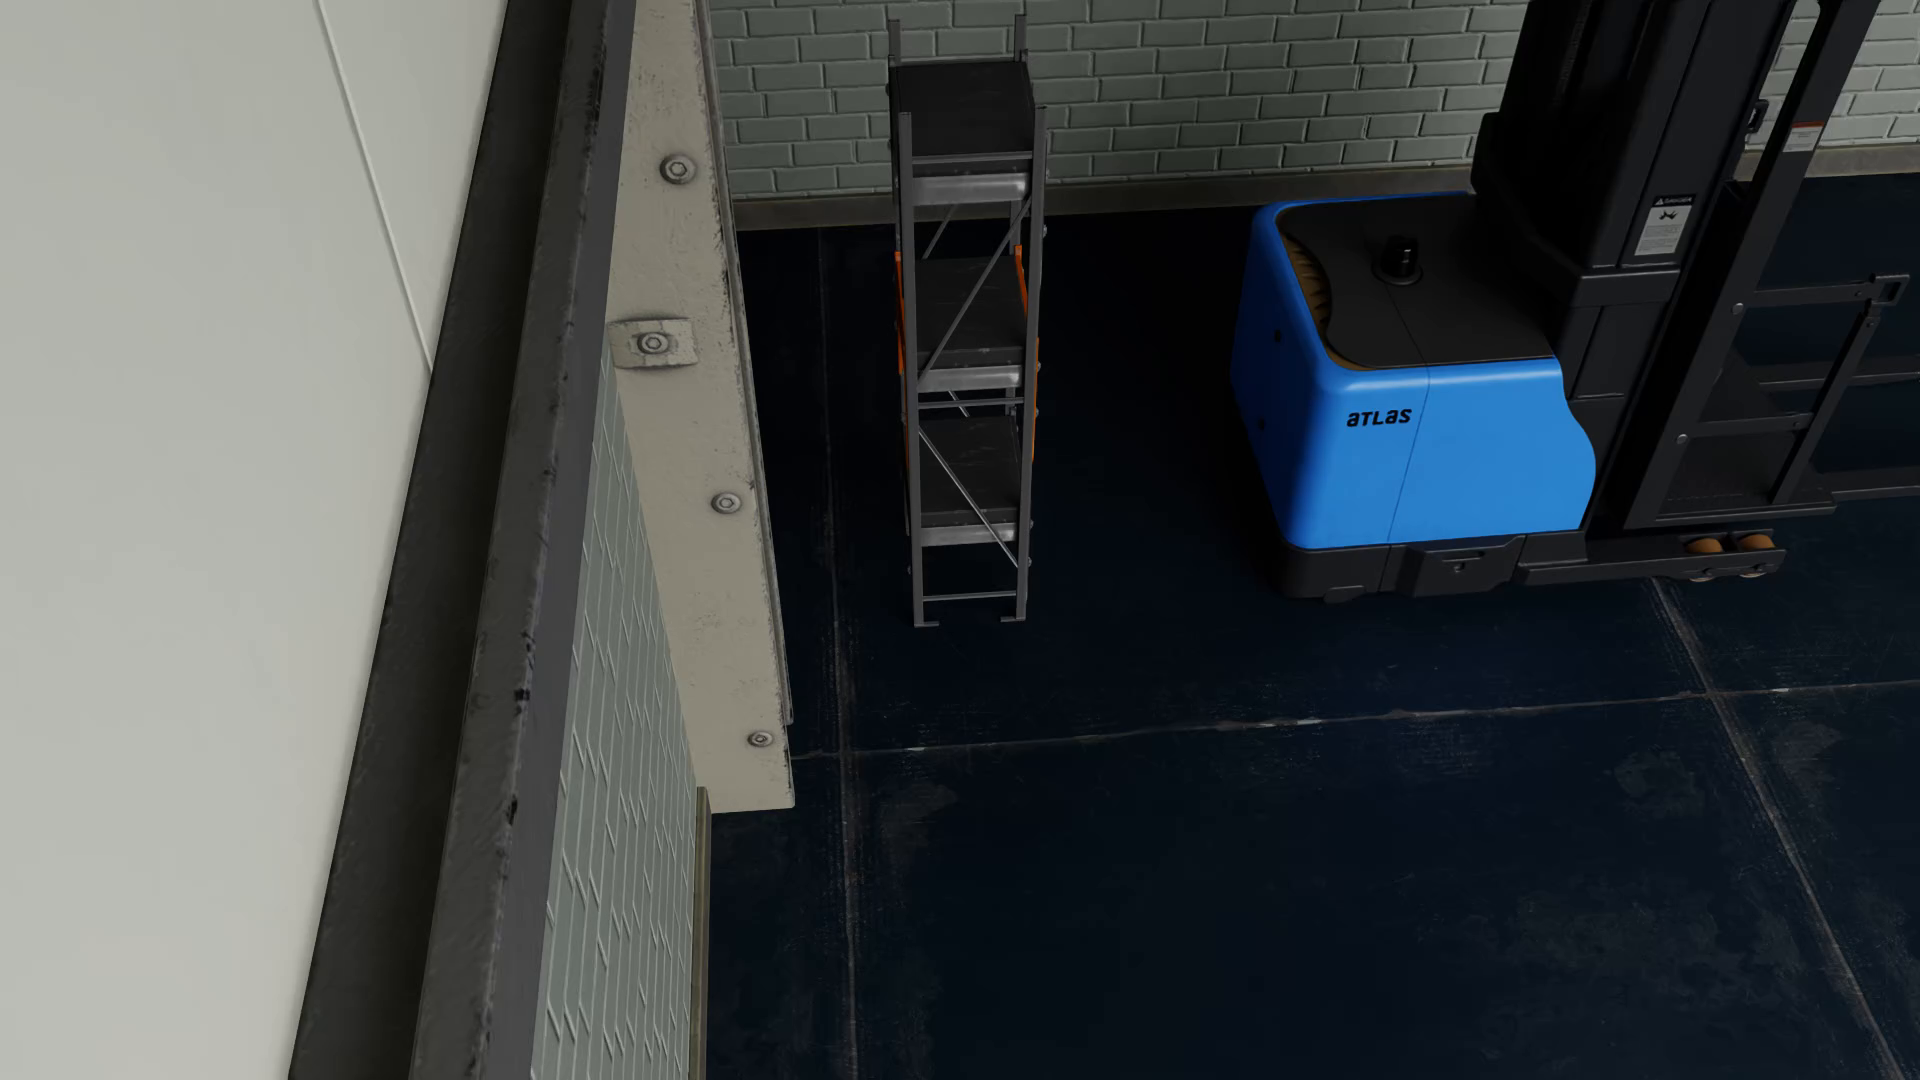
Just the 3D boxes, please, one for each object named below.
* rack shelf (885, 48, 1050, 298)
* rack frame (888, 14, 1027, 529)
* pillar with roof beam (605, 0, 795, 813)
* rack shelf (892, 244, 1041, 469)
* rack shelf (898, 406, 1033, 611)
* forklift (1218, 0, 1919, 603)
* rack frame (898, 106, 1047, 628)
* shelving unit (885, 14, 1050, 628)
[{"bbox_3d":[0.014,-1.074,4.876,0.431,0.518,0.480,-3,47,-3],"label":"rack shelf"},{"bbox_3d":[-0.007,-0.779,5.541,0.400,2.100,0.015,-3,47,-3],"label":"rack frame"},{"bbox_3d":[3.580,-2.618,2.532,9.100,9.000,0.400,-3,47,-3],"label":"pillar with roof beam"},{"bbox_3d":[0.014,-0.593,5.384,0.431,0.518,0.480,-3,47,-3],"label":"rack shelf"},{"bbox_3d":[0.014,-0.112,5.892,0.431,0.518,0.480,-3,47,-3],"label":"rack shelf"},{"bbox_3d":[2.576,-1.235,5.401,3.031,2.935,1.130,-4,47,-4],"label":"forklift"},{"bbox_3d":[0.034,-0.426,5.207,0.400,2.100,0.015,-3,47,-3],"label":"rack frame"},{"bbox_3d":[0.014,-0.602,5.374,0.431,2.100,0.503,-3,47,-3],"label":"shelving unit"}]
